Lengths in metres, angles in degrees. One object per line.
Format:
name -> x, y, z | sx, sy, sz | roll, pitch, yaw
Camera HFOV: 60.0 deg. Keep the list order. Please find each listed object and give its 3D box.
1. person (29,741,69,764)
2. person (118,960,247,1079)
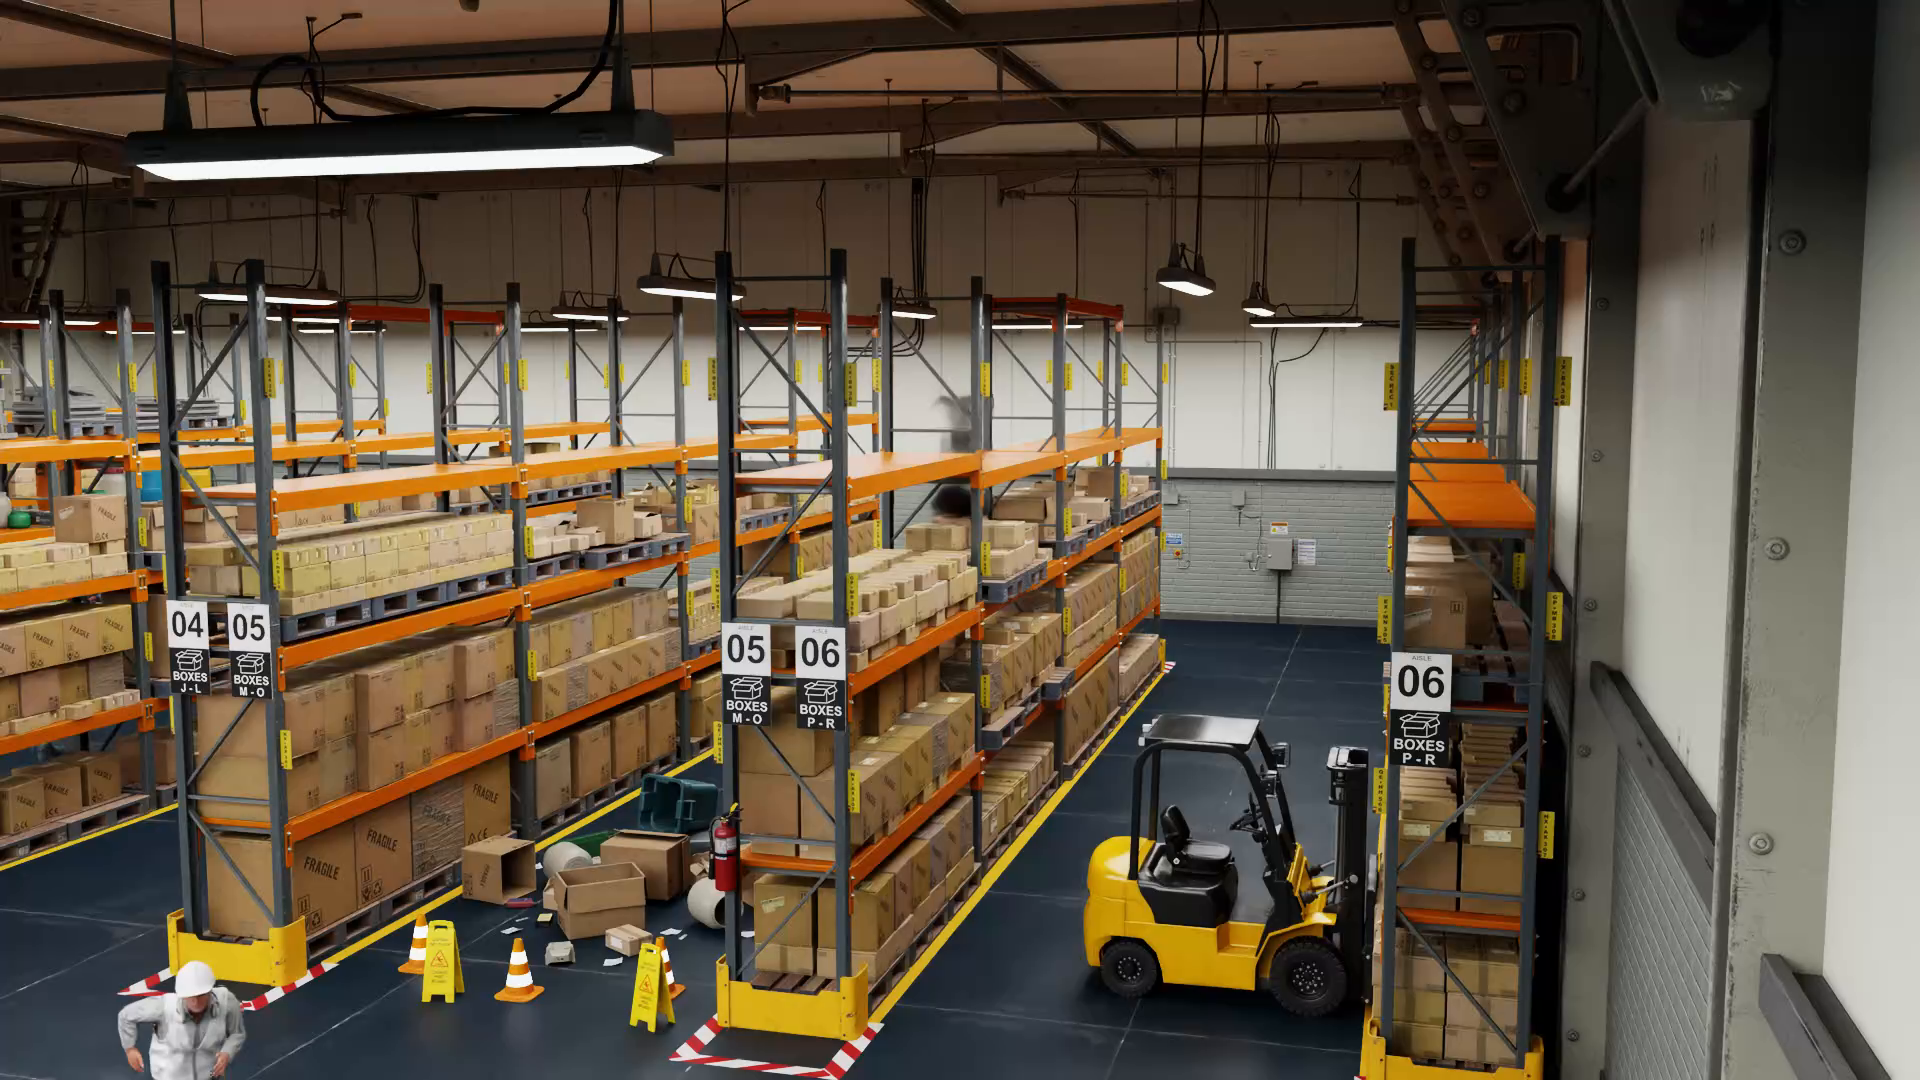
person -> -11.174, 2.153, 20.395 | 0.714, 1.733, 0.791 | 1, 6, 9
person -> -4.747, 3.298, 10.193 | 0.685, 1.600, 0.866 | -4, 7, -34
